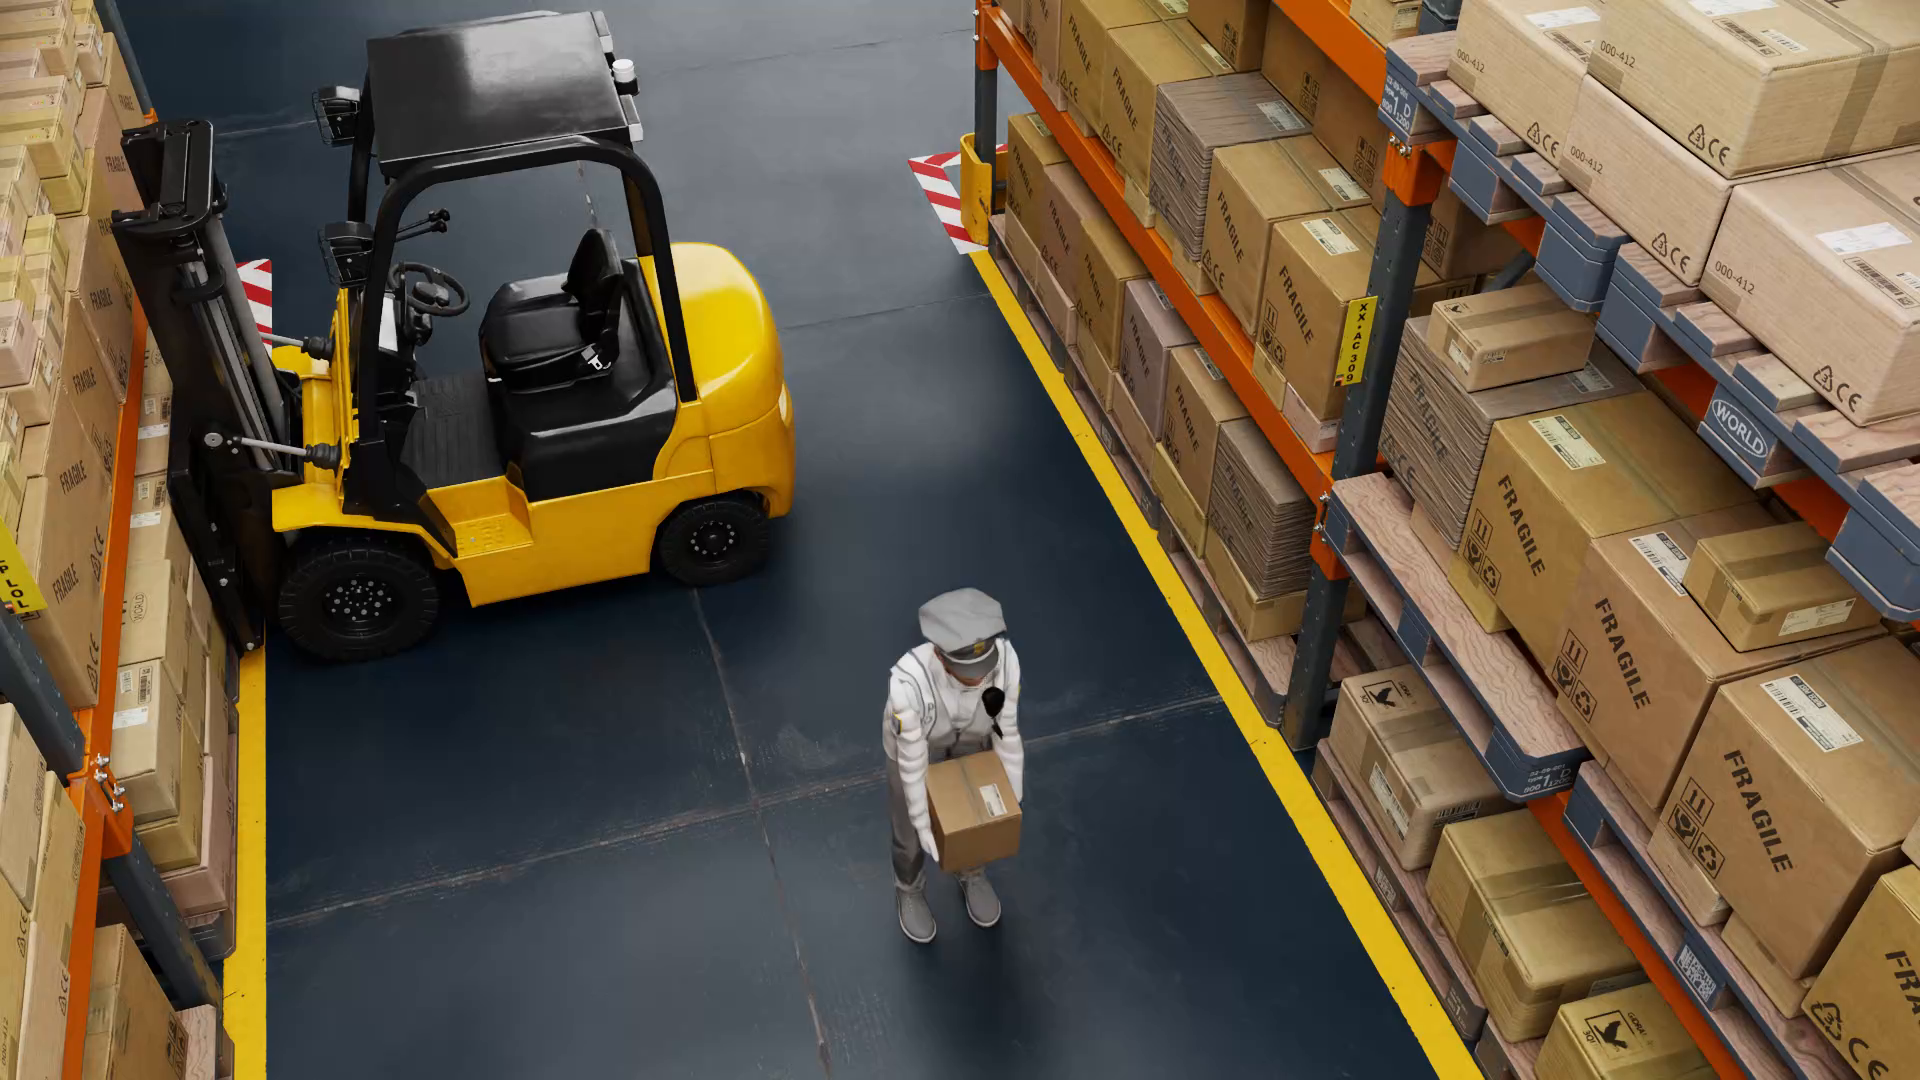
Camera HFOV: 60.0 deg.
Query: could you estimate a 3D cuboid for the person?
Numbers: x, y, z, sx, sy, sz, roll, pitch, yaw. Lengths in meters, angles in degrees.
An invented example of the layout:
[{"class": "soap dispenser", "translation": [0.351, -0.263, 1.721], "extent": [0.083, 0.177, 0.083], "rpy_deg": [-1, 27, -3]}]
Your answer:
[{"class": "person", "translation": [-0.034, 0.670, 5.425], "extent": [0.546, 1.664, 0.375], "rpy_deg": [-14, 44, -15]}]
